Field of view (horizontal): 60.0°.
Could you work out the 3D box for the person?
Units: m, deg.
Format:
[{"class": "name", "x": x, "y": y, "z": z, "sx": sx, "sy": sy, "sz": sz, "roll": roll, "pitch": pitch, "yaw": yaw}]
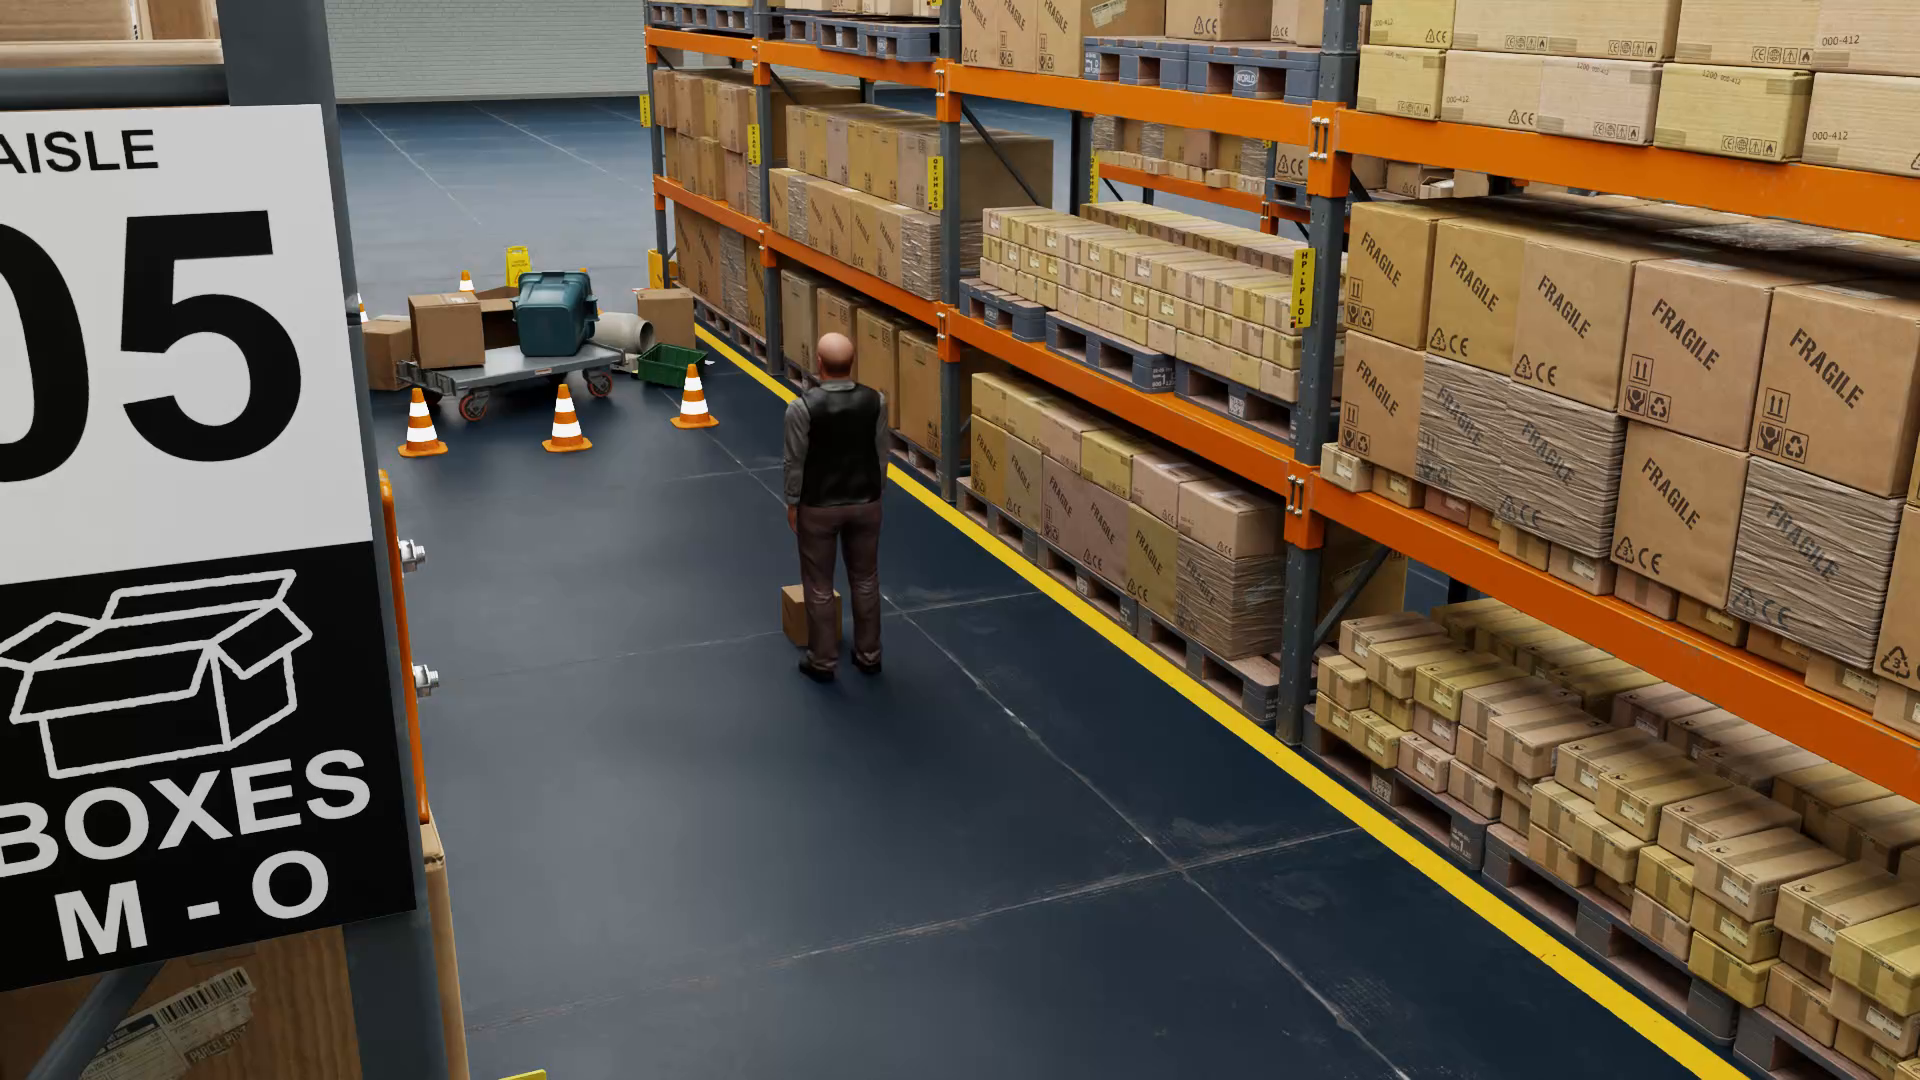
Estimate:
[{"class": "person", "x": -0.605, "y": -0.160, "z": 8.088, "sx": 0.530, "sy": 1.726, "sz": 0.358, "roll": -7, "pitch": 20, "yaw": -21}]
